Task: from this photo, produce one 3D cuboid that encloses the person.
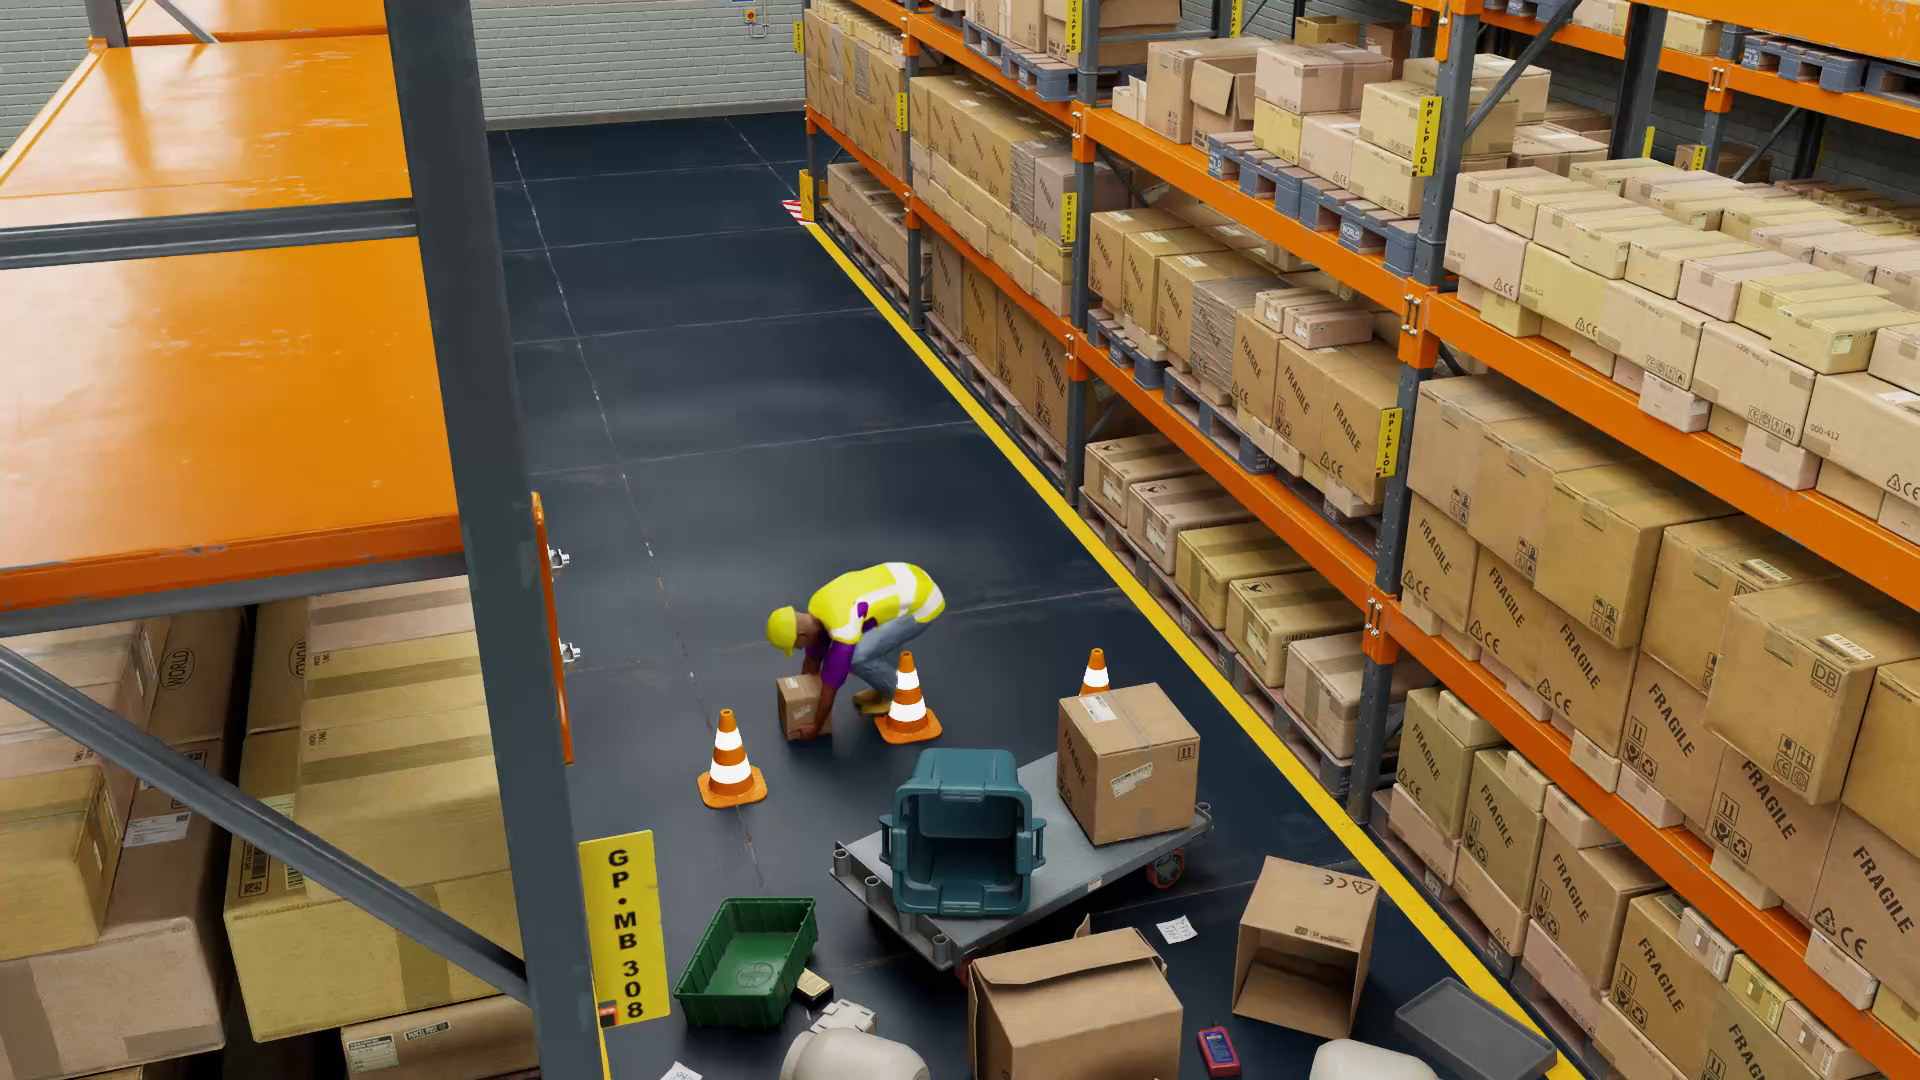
[{"bbox_3d":[-0.569,0.601,9.107,0.979,0.905,0.510,-9,28,-18],"label":"person"}]
